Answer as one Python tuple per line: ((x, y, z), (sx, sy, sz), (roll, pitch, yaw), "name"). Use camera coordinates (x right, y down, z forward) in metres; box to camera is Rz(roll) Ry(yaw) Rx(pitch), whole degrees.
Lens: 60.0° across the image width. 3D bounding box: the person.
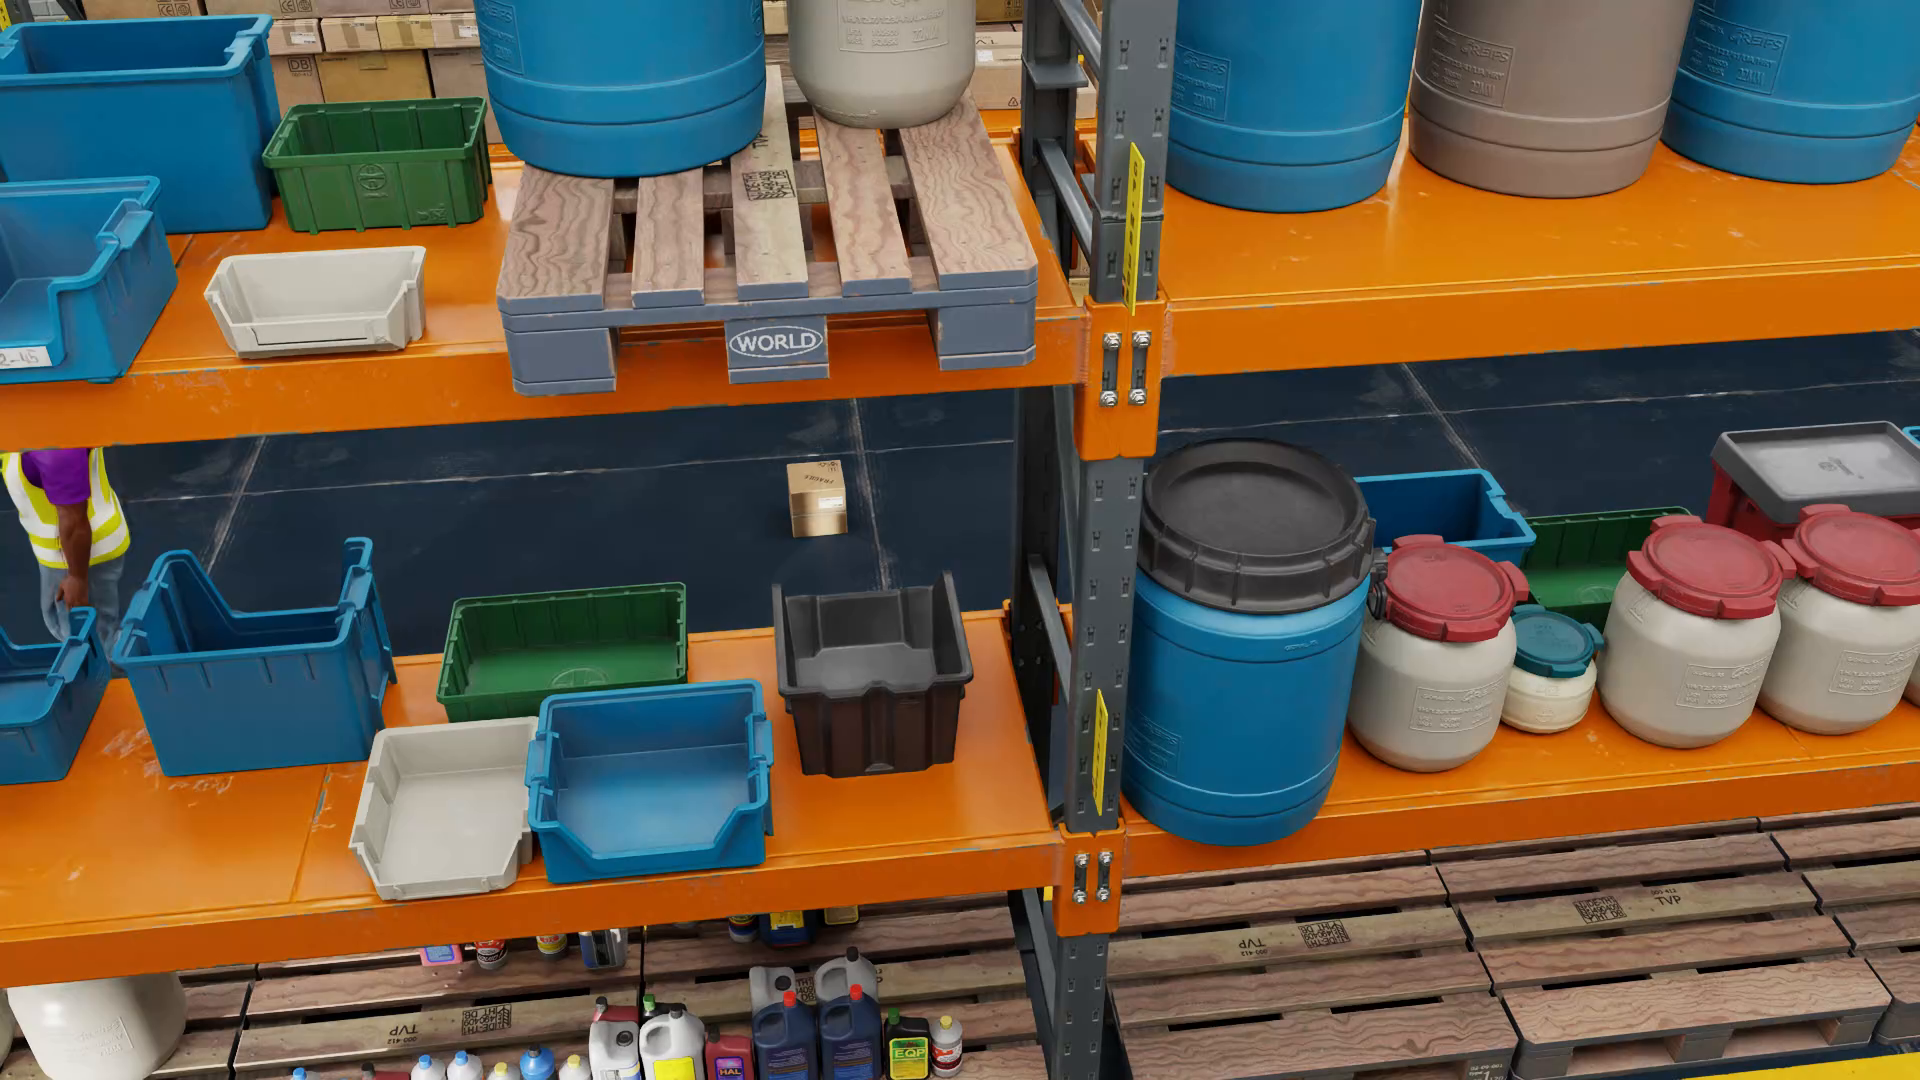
((-3.187, -0.006, 6.102), (0.759, 1.749, 0.575), (-17, 38, -23), "person")
